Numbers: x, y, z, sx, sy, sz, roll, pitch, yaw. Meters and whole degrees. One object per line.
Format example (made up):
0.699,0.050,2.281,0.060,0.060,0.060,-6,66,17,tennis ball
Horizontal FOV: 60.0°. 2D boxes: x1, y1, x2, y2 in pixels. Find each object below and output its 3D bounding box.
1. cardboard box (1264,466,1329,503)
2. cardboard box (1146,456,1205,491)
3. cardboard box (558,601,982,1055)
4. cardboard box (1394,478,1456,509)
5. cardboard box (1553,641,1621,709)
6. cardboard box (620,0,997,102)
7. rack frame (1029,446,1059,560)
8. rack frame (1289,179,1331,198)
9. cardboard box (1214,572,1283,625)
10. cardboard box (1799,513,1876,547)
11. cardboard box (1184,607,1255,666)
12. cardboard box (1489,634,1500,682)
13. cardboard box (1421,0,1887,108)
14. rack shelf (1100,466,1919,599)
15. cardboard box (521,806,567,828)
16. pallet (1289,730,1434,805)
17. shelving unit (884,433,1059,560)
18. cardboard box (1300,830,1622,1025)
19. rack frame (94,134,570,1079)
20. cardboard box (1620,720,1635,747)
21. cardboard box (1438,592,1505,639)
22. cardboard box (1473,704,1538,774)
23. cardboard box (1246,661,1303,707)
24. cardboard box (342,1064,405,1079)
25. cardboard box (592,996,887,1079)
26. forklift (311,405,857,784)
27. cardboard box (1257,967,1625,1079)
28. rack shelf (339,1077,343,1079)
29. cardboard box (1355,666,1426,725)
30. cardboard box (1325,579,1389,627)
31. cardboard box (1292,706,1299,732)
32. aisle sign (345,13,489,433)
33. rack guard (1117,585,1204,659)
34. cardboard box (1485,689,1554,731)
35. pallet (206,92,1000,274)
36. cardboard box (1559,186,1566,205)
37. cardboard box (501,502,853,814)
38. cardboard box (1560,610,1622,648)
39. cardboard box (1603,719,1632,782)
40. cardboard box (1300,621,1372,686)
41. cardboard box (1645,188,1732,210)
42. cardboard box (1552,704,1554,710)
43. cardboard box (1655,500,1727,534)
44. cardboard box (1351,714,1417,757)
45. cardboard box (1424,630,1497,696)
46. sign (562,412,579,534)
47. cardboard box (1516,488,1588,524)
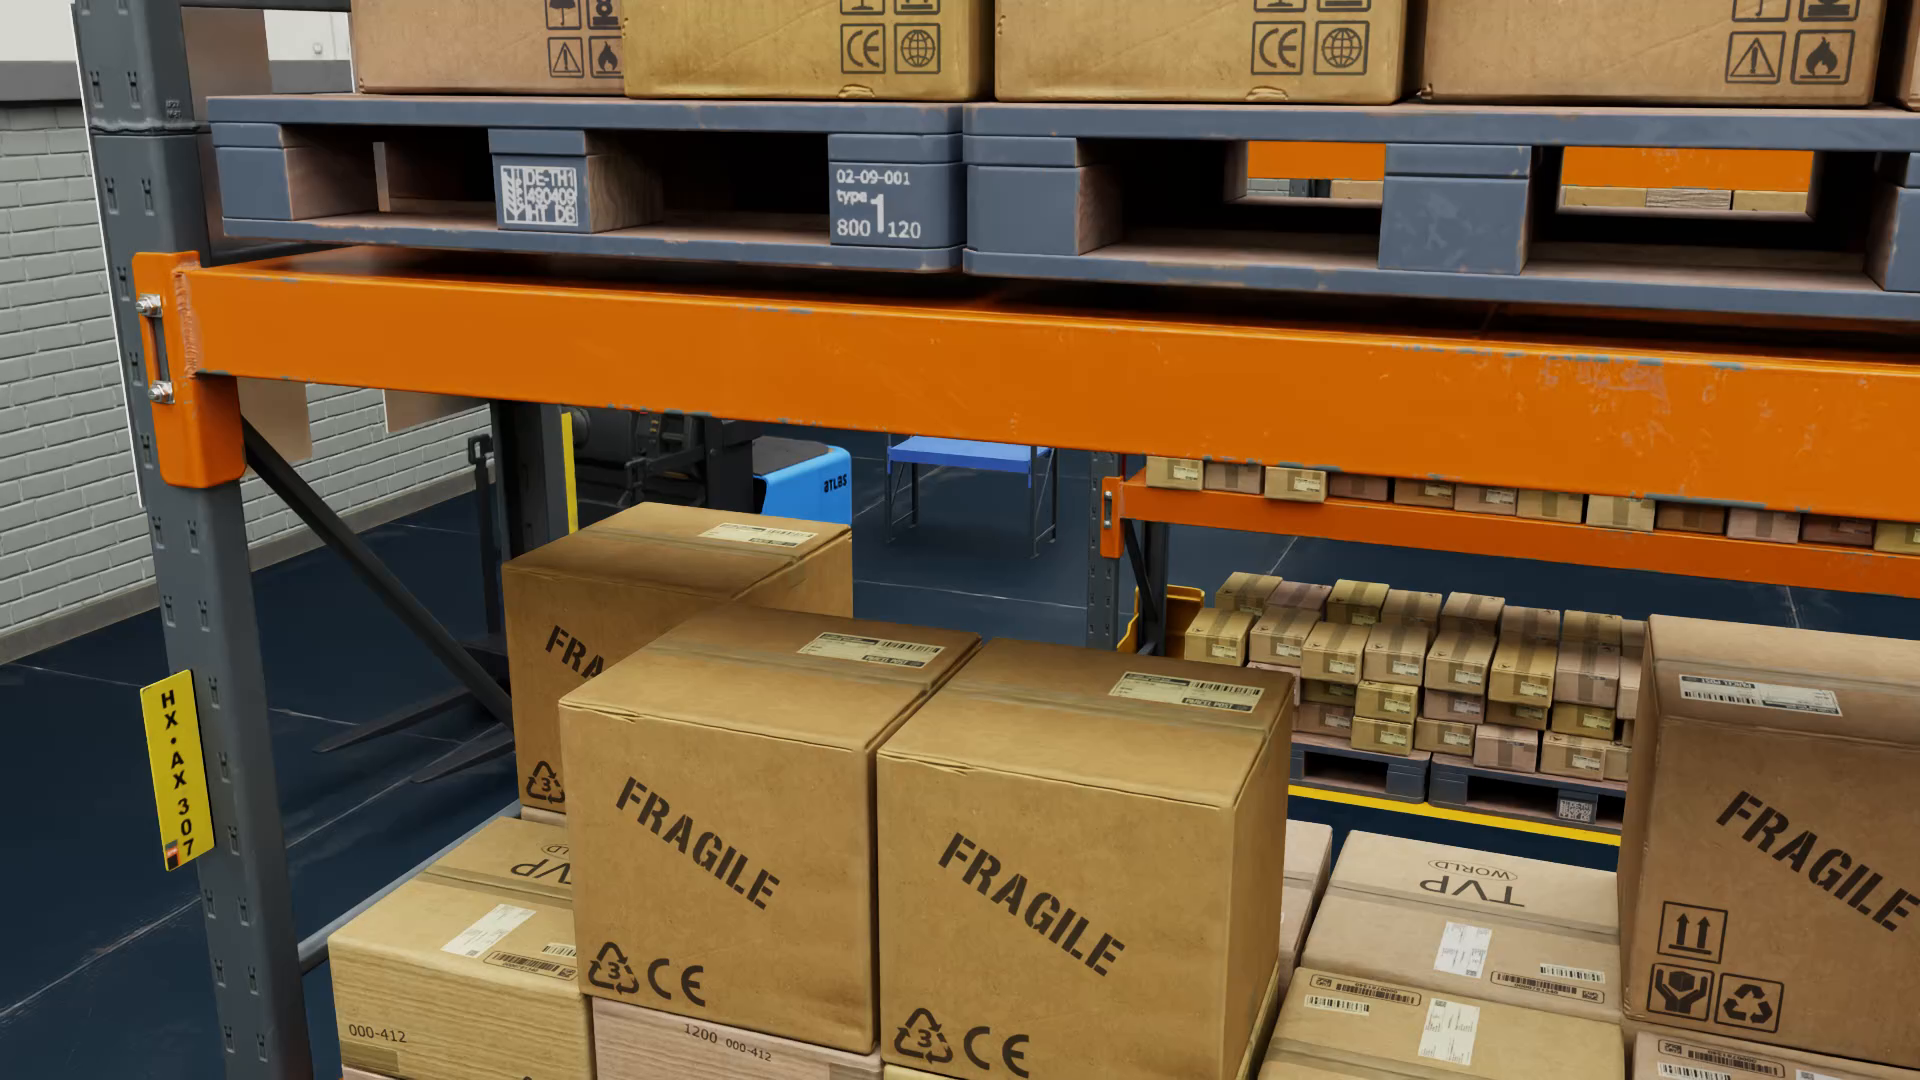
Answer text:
1.483,-0.285,7.227,0.250,0.149,0.380,6,17,19,cardboard box
1.000,-0.342,7.422,0.250,0.149,0.380,6,17,20,cardboard box
-0.282,0.434,2.687,0.500,0.500,0.500,6,17,19,cardboard box
2.018,-0.260,7.141,0.250,0.149,0.380,6,17,20,cardboard box
2.683,0.573,7.113,0.250,0.149,0.380,6,17,21,cardboard box
-0.112,-0.915,2.453,0.500,0.500,0.700,6,17,19,cardboard box
0.552,-0.660,10.755,0.032,1.500,0.500,6,17,21,rack frame
2.542,-1.875,12.252,0.127,3.000,1.000,6,17,21,rack frame
1.405,0.289,8.090,0.250,0.149,0.380,6,17,21,cardboard box
3.468,-0.105,6.604,0.250,0.149,0.380,6,17,19,cardboard box
1.182,0.443,7.562,0.250,0.149,0.380,5,17,18,cardboard box
2.386,0.526,7.808,0.250,0.149,0.380,7,17,21,cardboard box
0.944,-0.845,2.211,0.500,0.500,0.700,7,18,23,cardboard box
2.680,-0.031,7.190,4.000,0.370,1.077,6,17,21,rack shelf
-0.546,0.605,3.445,0.500,0.250,0.500,6,17,20,cardboard box
1.633,0.858,7.838,1.213,0.211,1.003,6,17,21,pallet
0.079,-0.712,10.934,1.048,1.500,0.538,6,17,21,shelving unit
0.885,0.761,2.906,0.500,0.250,0.500,6,17,21,cardboard box
-1.095,0.695,3.399,0.127,3.000,1.000,6,17,21,rack frame
2.935,0.751,7.033,0.250,0.149,0.380,5,17,18,cardboard box
2.393,0.379,7.780,0.250,0.149,0.380,7,18,23,cardboard box
2.366,0.856,7.204,0.250,0.149,0.380,5,17,18,cardboard box
1.447,0.607,7.531,0.250,0.149,0.380,6,17,20,cardboard box
-0.885,0.938,3.014,0.250,0.149,0.380,6,17,21,cardboard box
-0.261,0.795,2.791,0.500,0.250,0.500,6,17,20,cardboard box
-1.763,-0.595,7.967,1.130,2.935,3.031,9,19,29,forklift
0.692,0.899,2.431,0.500,0.250,0.500,6,17,20,cardboard box
0.766,1.245,2.794,4.000,0.370,1.077,6,17,21,rack shelf
1.906,0.663,7.336,0.250,0.149,0.380,7,18,22,cardboard box
1.905,0.323,7.973,0.250,0.149,0.380,6,17,19,cardboard box
1.463,0.729,7.644,0.250,0.149,0.380,6,17,20,cardboard box
-1.051,-0.638,3.330,0.004,0.787,0.394,6,17,21,aisle sign
0.890,0.627,8.116,0.348,0.500,1.175,6,17,21,rack guard
2.455,0.683,7.269,0.250,0.149,0.380,7,18,23,cardboard box
-0.401,-0.630,2.741,1.213,0.211,1.003,6,17,21,pallet
3.848,-2.179,11.325,0.500,0.500,0.500,6,17,20,cardboard box
-0.545,0.246,3.337,0.500,0.500,0.500,7,17,21,cardboard box
2.851,0.455,7.521,0.250,0.149,0.380,6,17,21,cardboard box
2.870,0.894,7.074,0.250,0.149,0.380,7,17,22,cardboard box
1.670,0.499,7.369,0.250,0.149,0.380,6,17,20,cardboard box
4.776,-2.074,10.966,0.500,0.500,0.500,7,17,21,cardboard box
2.825,0.746,7.584,0.250,0.149,0.380,7,18,22,cardboard box
2.971,-0.153,6.772,0.250,0.149,0.380,6,17,20,cardboard box
1.894,0.807,7.374,0.250,0.149,0.380,7,17,21,cardboard box
2.186,0.533,7.250,0.250,0.149,0.380,7,18,23,cardboard box
-0.883,-0.114,3.684,0.005,0.325,0.100,6,17,21,sign
2.470,-0.196,6.918,0.250,0.149,0.380,7,18,23,cardboard box
